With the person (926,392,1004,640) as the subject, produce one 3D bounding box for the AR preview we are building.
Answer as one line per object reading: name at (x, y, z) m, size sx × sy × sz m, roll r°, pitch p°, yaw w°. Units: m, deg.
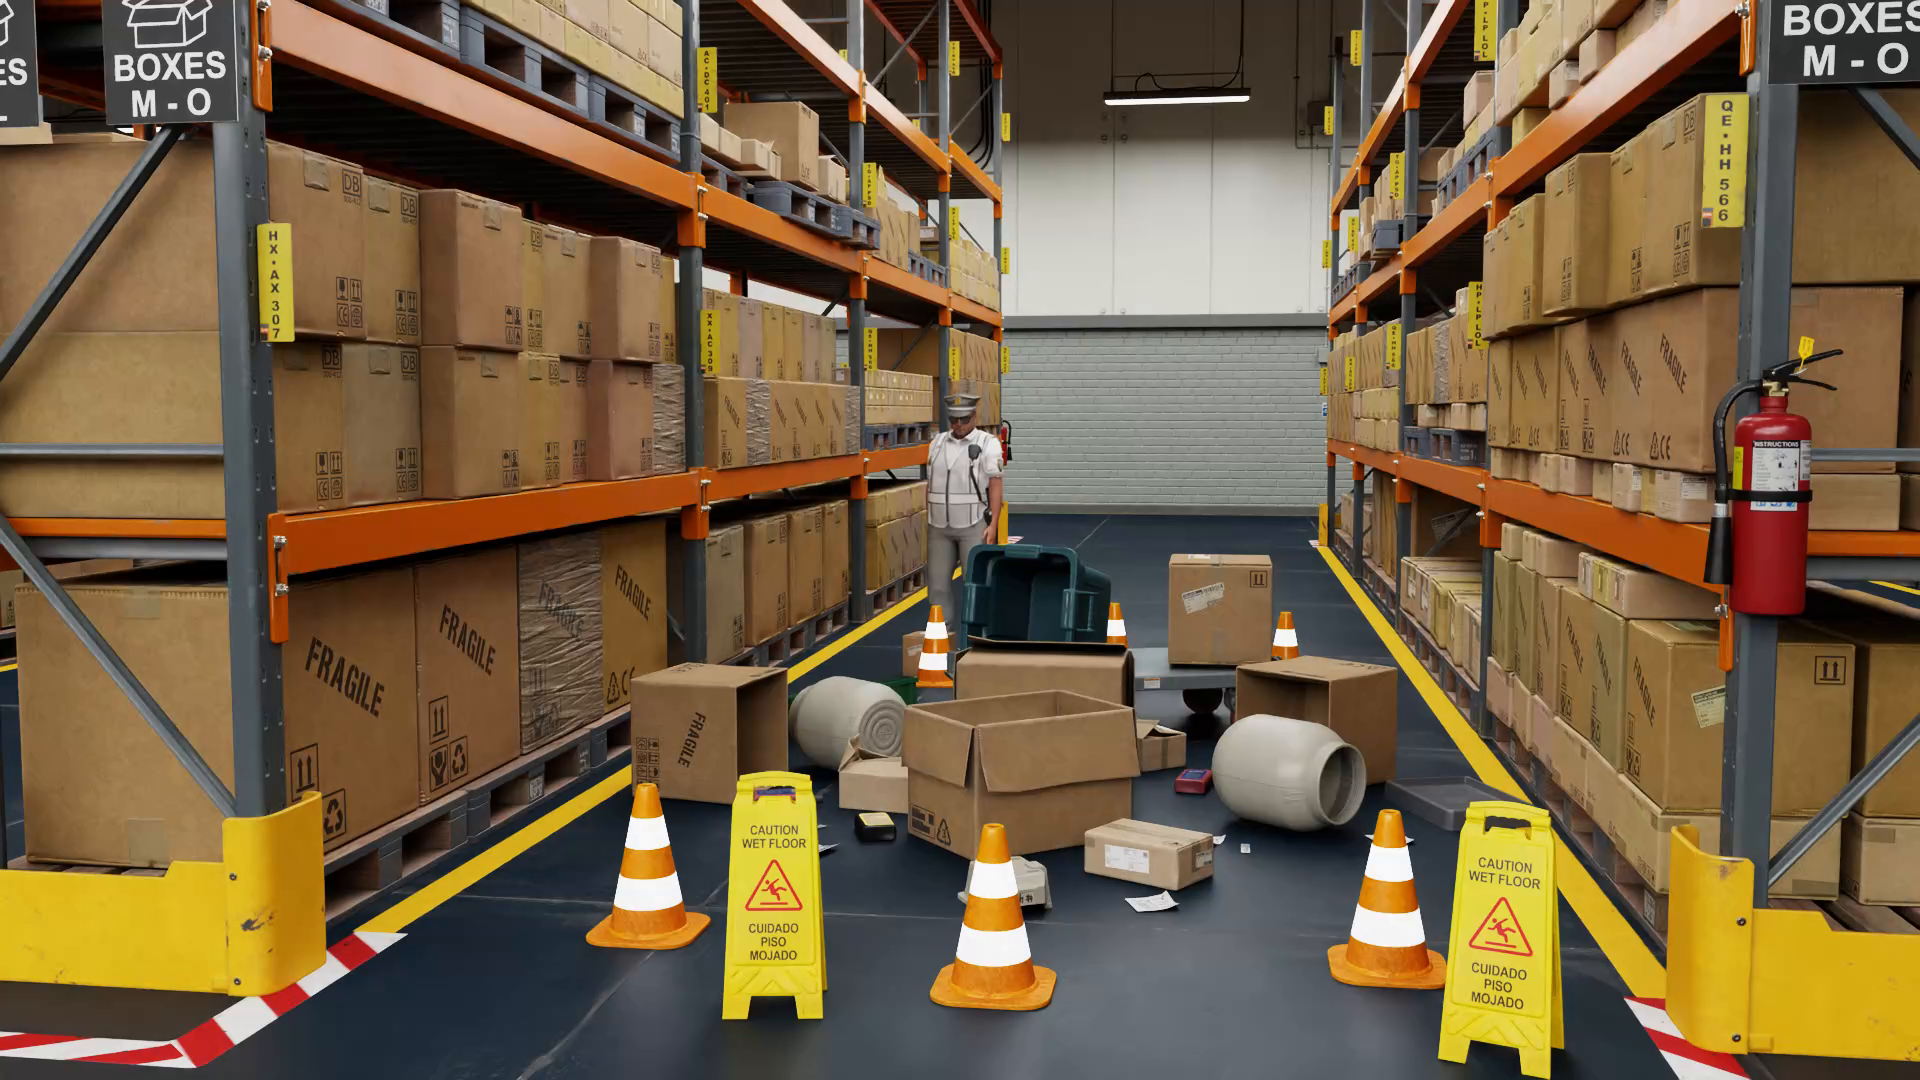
person at (0.017, -0.071, 10.635) m, size 0.531 × 1.738 × 0.391 m, roll 2°, pitch 5°, yaw 22°
